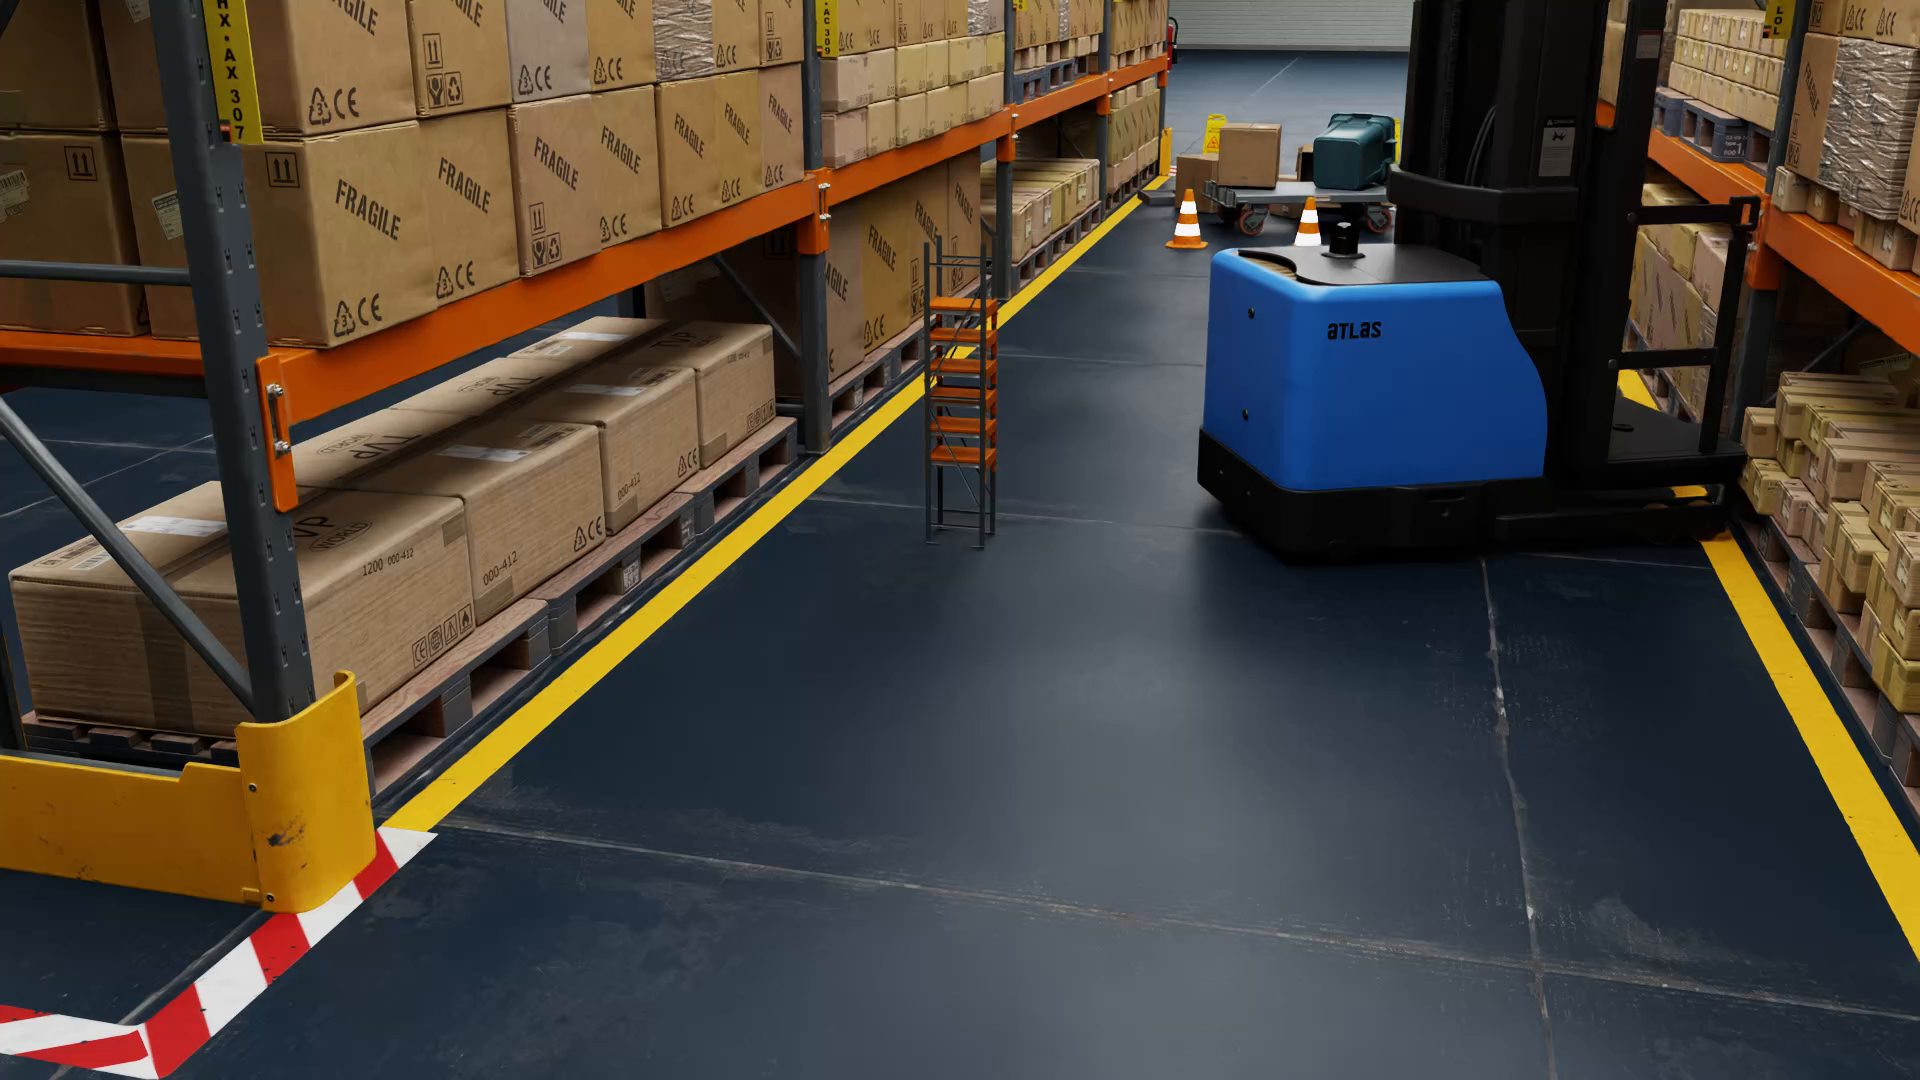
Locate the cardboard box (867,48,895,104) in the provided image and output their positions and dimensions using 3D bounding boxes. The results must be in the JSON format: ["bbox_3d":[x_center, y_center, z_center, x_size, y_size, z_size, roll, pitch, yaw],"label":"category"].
[{"bbox_3d":[-0.636,-2.316,8.285,0.500,0.250,0.500,5,19,14],"label":"cardboard box"}]

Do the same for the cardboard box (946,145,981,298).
[{"bbox_3d":[-0.389,-2.106,10.850,0.875,0.875,0.875,4,19,13],"label":"cardboard box"}]

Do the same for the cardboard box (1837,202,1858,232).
[{"bbox_3d":[3.315,-1.153,5.812,0.380,0.149,0.250,4,19,11],"label":"cardboard box"}]

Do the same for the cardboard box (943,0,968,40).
[{"bbox_3d":[-0.258,-3.144,9.549,0.500,0.500,0.500,5,19,13],"label":"cardboard box"}]

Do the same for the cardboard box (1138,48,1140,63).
[{"bbox_3d":[1.581,-4.812,16.524,0.380,0.149,0.250,5,19,13],"label":"cardboard box"}]

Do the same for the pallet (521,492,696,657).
[{"bbox_3d":[-1.675,0.067,6.166,1.003,0.211,1.213,5,19,13],"label":"pallet"}]

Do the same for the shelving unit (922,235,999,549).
[{"bbox_3d":[0.004,-0.572,6.507,0.258,1.200,0.189,5,19,13],"label":"shelving unit"}]

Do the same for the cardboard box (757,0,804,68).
[{"bbox_3d":[-0.965,-2.220,6.844,0.500,0.500,0.500,4,19,13],"label":"cardboard box"}]

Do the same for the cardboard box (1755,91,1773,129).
[{"bbox_3d":[3.738,-1.889,7.316,0.380,0.149,0.250,5,19,13],"label":"cardboard box"}]

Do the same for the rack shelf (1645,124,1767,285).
[{"bbox_3d":[4.196,-1.796,8.418,1.077,0.370,4.000,5,19,13],"label":"rack shelf"}]

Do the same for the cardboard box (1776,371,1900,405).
[{"bbox_3d":[3.422,-0.549,6.495,0.380,0.149,0.250,5,20,16],"label":"cardboard box"}]

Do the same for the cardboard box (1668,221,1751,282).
[{"bbox_3d":[3.898,-1.460,8.380,0.500,0.250,0.500,4,19,11],"label":"cardboard box"}]

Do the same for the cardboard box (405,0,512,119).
[{"bbox_3d":[-1.582,-1.426,4.520,0.500,0.500,0.500,4,19,12],"label":"cardboard box"}]

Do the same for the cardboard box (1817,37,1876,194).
[{"bbox_3d":[3.228,-1.407,5.550,0.500,0.500,0.500,5,19,13],"label":"cardboard box"}]

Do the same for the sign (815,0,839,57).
[{"bbox_3d":[-0.579,-2.273,7.239,0.100,0.325,0.005,5,19,13],"label":"sign"}]

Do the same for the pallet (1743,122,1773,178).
[{"bbox_3d":[4.035,-1.647,7.165,1.003,0.211,1.213,5,19,13],"label":"pallet"}]

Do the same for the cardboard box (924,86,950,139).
[{"bbox_3d":[-0.357,-2.393,9.284,0.500,0.250,0.500,4,19,12],"label":"cardboard box"}]

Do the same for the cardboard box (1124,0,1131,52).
[{"bbox_3d":[1.315,-4.839,15.600,0.500,0.500,0.500,5,19,13],"label":"cardboard box"}]

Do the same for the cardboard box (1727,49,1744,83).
[{"bbox_3d":[3.932,-2.284,8.012,0.380,0.149,0.250,5,19,14],"label":"cardboard box"}]

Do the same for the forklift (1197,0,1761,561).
[{"bbox_3d":[2.598,-1.530,6.634,3.031,2.935,1.130,-4,19,-11],"label":"forklift"}]

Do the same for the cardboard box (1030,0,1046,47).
[{"bbox_3d":[0.315,-3.796,11.896,0.500,0.500,0.500,6,20,16],"label":"cardboard box"}]

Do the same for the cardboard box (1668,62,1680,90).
[{"bbox_3d":[4.380,-2.719,9.746,0.380,0.149,0.250,4,19,13],"label":"cardboard box"}]

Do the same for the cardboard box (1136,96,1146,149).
[{"bbox_3d":[1.617,-4.289,17.049,0.500,0.500,0.500,4,19,12],"label":"cardboard box"}]

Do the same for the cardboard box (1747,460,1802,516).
[{"bbox_3d":[3.242,-0.187,6.355,0.380,0.149,0.250,5,20,15],"label":"cardboard box"}]

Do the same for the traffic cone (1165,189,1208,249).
[{"bbox_3d":[1.892,-2.677,13.808,0.336,0.463,0.334,5,19,13],"label":"traffic cone"}]

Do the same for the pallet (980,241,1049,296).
[{"bbox_3d":[0.052,-2.048,12.356,1.003,0.211,1.213,5,19,13],"label":"pallet"}]

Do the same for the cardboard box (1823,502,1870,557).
[{"bbox_3d":[3.027,-0.003,5.357,0.380,0.149,0.250,5,19,13],"label":"cardboard box"}]

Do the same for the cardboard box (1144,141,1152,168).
[{"bbox_3d":[1.744,-4.091,17.629,0.500,0.250,0.500,5,19,14],"label":"cardboard box"}]

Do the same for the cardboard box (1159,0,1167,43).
[{"bbox_3d":[1.949,-5.626,17.904,0.500,0.500,0.500,4,19,12],"label":"cardboard box"}]

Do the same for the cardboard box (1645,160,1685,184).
[{"bbox_3d":[4.921,-2.081,10.971,1.050,0.750,0.750,4,19,13],"label":"cardboard box"}]

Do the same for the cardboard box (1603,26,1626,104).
[{"bbox_3d":[4.780,-3.286,11.512,0.500,0.500,0.500,4,19,12],"label":"cardboard box"}]

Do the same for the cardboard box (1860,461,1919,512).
[{"bbox_3d":[3.114,-0.135,5.284,0.380,0.149,0.250,4,19,11],"label":"cardboard box"}]

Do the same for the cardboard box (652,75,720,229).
[{"bbox_3d":[-1.212,-1.430,6.079,0.500,0.500,0.500,4,19,13],"label":"cardboard box"}]

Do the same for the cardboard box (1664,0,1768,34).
[{"bbox_3d":[4.804,-3.424,10.369,0.700,0.500,0.500,5,19,13],"label":"cardboard box"}]

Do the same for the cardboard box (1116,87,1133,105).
[{"bbox_3d":[1.456,-4.295,16.062,0.380,0.149,0.250,5,20,15],"label":"cardboard box"}]

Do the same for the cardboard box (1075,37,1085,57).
[{"bbox_3d":[0.811,-4.028,13.579,0.380,0.149,0.250,5,19,14],"label":"cardboard box"}]

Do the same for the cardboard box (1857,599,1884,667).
[{"bbox_3d":[2.905,0.301,4.926,0.380,0.149,0.250,5,19,14],"label":"cardboard box"}]

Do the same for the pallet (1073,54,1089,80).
[{"bbox_3d":[0.509,-4.057,14.223,1.003,0.211,1.213,5,19,13],"label":"pallet"}]

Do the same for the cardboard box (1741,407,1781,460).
[{"bbox_3d":[3.308,-0.412,6.553,0.380,0.149,0.250,6,20,16],"label":"cardboard box"}]

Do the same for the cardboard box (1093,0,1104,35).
[{"bbox_3d":[0.947,-4.600,14.250,0.500,0.500,0.500,4,19,12],"label":"cardboard box"}]

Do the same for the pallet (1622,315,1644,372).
[{"bbox_3d":[4.492,-1.199,9.871,1.003,0.211,1.213,5,19,13],"label":"pallet"}]

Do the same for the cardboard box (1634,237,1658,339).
[{"bbox_3d":[4.145,-1.420,9.421,0.500,0.500,0.500,5,19,14],"label":"cardboard box"}]

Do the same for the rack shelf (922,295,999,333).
[{"bbox_3d":[0.004,-0.871,6.405,0.258,0.103,0.180,5,19,13],"label":"rack shelf"}]

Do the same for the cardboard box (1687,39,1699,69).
[{"bbox_3d":[4.245,-2.679,9.169,0.380,0.149,0.250,4,19,12],"label":"cardboard box"}]

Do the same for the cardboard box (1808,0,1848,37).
[{"bbox_3d":[3.361,-2.049,5.883,0.500,0.500,0.500,5,20,15],"label":"cardboard box"}]

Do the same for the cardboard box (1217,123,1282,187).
[{"bbox_3d":[2.571,-3.421,14.757,0.500,0.500,0.500,5,19,13],"label":"cardboard box"}]

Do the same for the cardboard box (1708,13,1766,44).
[{"bbox_3d":[4.127,-2.666,8.671,0.380,0.149,0.250,6,20,16],"label":"cardboard box"}]

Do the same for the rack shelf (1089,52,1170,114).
[{"bbox_3d":[1.326,-4.663,16.811,1.077,0.370,4.000,5,19,13],"label":"rack shelf"}]

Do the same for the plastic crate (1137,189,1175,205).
[{"bbox_3d":[2.016,-3.422,16.582,0.402,0.080,0.583,-2,19,-6],"label":"plastic crate"}]

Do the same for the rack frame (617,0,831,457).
[{"bbox_3d":[-1.117,-1.869,7.518,1.000,3.000,0.127,5,19,13],"label":"rack frame"}]

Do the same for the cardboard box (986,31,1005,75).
[{"bbox_3d":[-0.012,-3.116,10.629,0.500,0.250,0.500,5,19,13],"label":"cardboard box"}]

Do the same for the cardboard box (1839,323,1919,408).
[{"bbox_3d":[4.145,-0.736,7.419,0.500,0.500,0.500,5,20,16],"label":"cardboard box"}]

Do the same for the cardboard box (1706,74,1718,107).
[{"bbox_3d":[4.057,-2.303,8.529,0.380,0.149,0.250,5,19,14],"label":"cardboard box"}]

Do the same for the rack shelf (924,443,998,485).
[{"bbox_3d":[0.004,-0.303,6.599,0.258,0.103,0.180,5,19,13],"label":"rack shelf"}]

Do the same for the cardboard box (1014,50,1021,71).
[{"bbox_3d":[0.221,-3.375,11.668,0.380,0.149,0.250,3,19,10],"label":"cardboard box"}]

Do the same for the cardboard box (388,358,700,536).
[{"bbox_3d":[-1.593,-0.386,6.491,0.875,0.438,0.875,4,19,12],"label":"cardboard box"}]

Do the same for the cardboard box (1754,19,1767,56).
[{"bbox_3d":[3.810,-2.260,7.481,0.380,0.149,0.250,5,19,13],"label":"cardboard box"}]

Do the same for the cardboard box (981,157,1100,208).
[{"bbox_3d":[0.711,-3.167,14.734,0.950,0.372,0.625,5,19,14],"label":"cardboard box"}]
